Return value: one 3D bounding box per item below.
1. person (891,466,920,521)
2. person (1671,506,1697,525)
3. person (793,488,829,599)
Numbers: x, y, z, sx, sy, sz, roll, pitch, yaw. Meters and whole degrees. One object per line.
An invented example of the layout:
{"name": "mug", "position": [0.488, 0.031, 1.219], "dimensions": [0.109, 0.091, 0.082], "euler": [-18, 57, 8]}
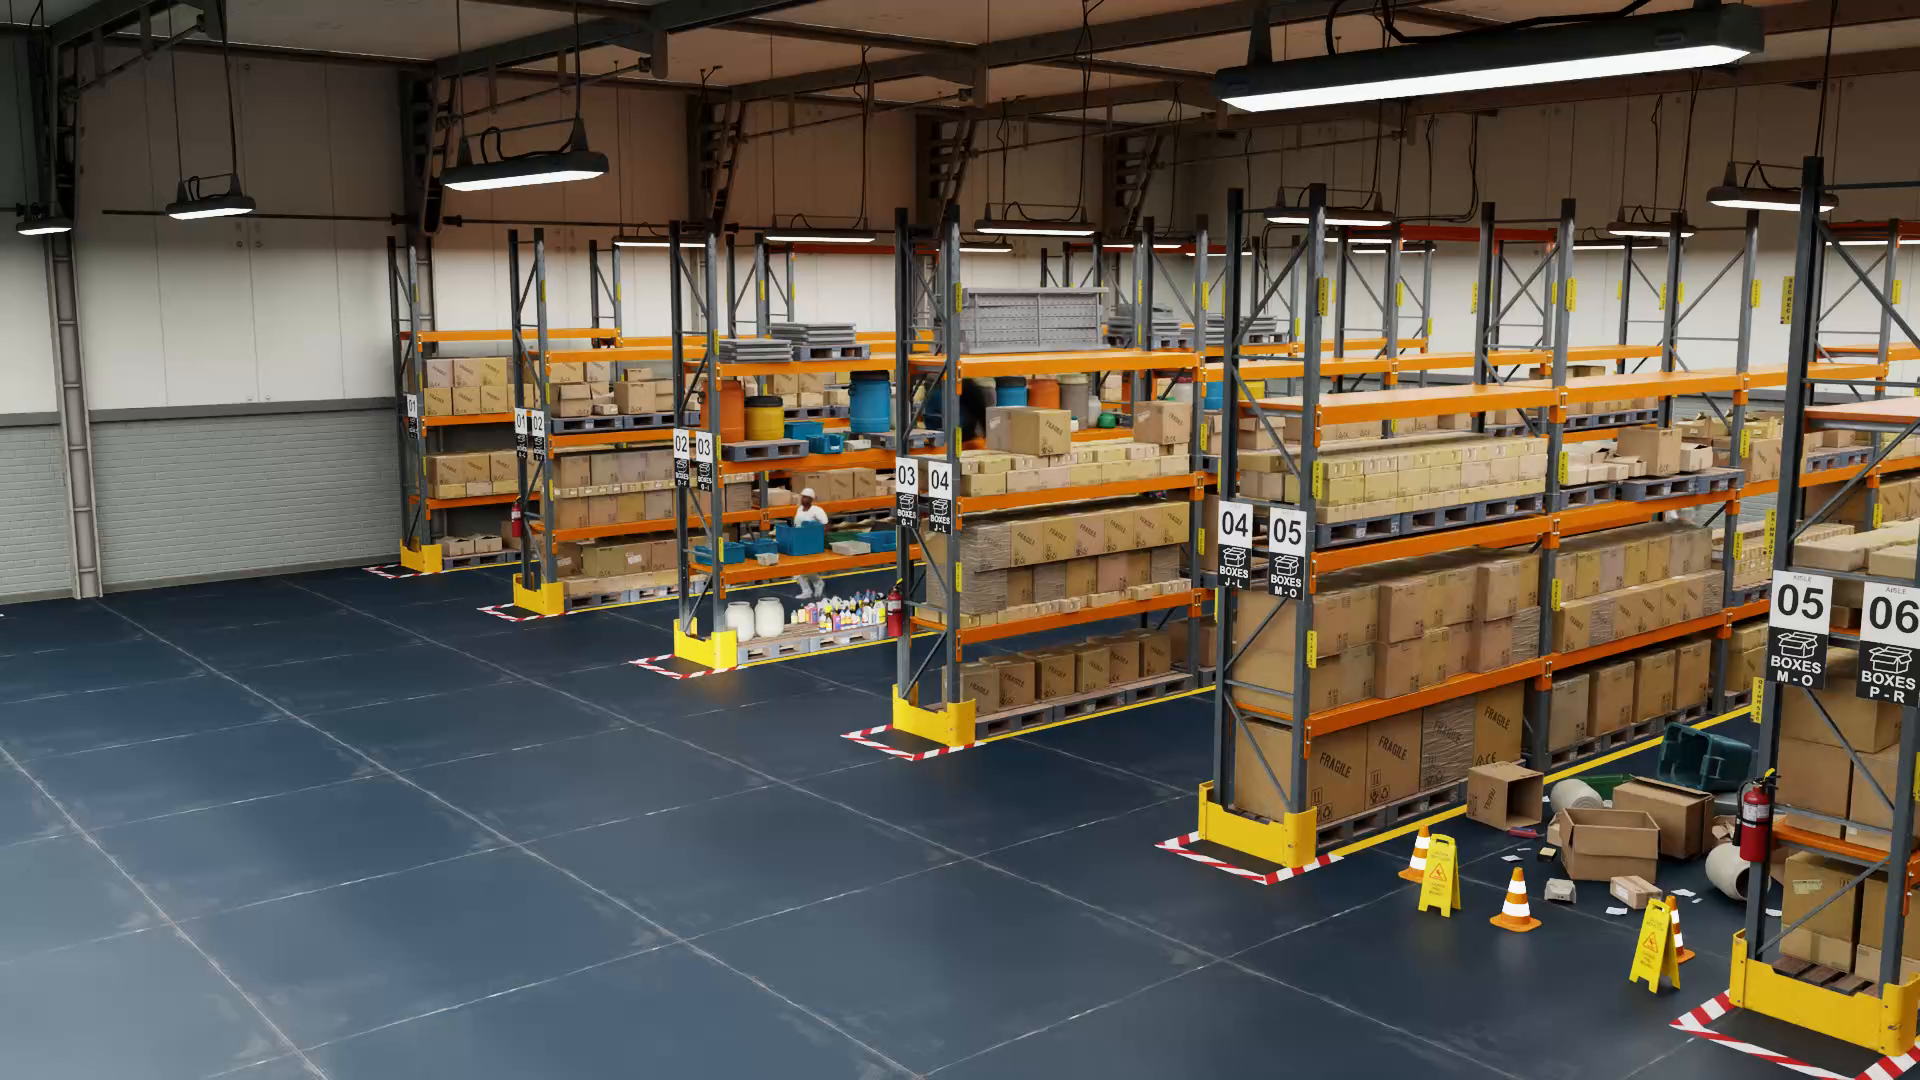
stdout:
{"name": "person", "position": [-1.182, -1.023, 34.630], "dimensions": [0.663, 1.778, 0.931], "euler": [9, 12, 44]}
{"name": "person", "position": [13.038, -0.212, 29.922], "dimensions": [0.525, 1.539, 0.594], "euler": [-1, 9, -4]}
{"name": "person", "position": [-2.397, 0.059, 25.843], "dimensions": [0.686, 1.735, 0.558], "euler": [8, 12, 43]}
